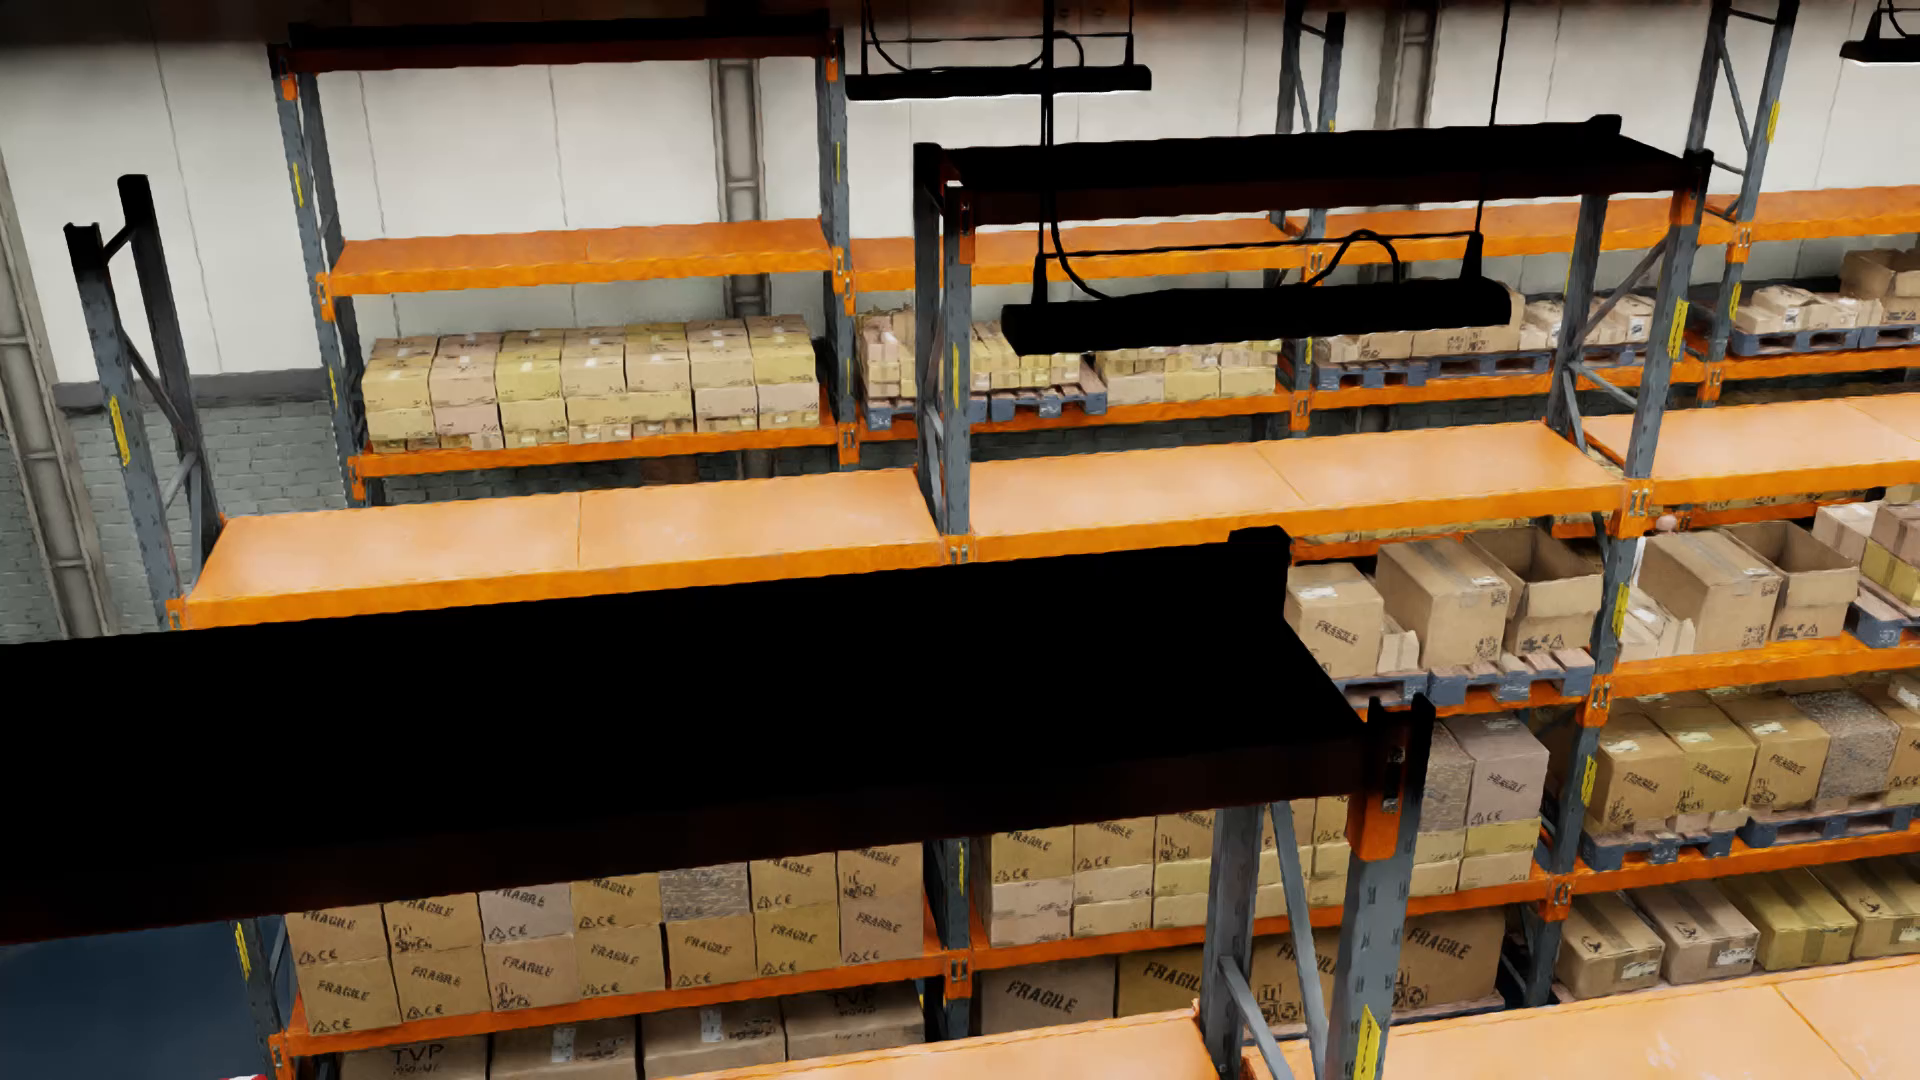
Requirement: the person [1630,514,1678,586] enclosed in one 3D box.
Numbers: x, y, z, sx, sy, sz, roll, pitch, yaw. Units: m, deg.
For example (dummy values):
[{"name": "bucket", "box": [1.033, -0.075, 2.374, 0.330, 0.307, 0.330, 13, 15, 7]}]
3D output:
[{"name": "person", "box": [6.221, 0.680, 15.028, 0.692, 1.581, 0.641, 6, 27, 13]}]
